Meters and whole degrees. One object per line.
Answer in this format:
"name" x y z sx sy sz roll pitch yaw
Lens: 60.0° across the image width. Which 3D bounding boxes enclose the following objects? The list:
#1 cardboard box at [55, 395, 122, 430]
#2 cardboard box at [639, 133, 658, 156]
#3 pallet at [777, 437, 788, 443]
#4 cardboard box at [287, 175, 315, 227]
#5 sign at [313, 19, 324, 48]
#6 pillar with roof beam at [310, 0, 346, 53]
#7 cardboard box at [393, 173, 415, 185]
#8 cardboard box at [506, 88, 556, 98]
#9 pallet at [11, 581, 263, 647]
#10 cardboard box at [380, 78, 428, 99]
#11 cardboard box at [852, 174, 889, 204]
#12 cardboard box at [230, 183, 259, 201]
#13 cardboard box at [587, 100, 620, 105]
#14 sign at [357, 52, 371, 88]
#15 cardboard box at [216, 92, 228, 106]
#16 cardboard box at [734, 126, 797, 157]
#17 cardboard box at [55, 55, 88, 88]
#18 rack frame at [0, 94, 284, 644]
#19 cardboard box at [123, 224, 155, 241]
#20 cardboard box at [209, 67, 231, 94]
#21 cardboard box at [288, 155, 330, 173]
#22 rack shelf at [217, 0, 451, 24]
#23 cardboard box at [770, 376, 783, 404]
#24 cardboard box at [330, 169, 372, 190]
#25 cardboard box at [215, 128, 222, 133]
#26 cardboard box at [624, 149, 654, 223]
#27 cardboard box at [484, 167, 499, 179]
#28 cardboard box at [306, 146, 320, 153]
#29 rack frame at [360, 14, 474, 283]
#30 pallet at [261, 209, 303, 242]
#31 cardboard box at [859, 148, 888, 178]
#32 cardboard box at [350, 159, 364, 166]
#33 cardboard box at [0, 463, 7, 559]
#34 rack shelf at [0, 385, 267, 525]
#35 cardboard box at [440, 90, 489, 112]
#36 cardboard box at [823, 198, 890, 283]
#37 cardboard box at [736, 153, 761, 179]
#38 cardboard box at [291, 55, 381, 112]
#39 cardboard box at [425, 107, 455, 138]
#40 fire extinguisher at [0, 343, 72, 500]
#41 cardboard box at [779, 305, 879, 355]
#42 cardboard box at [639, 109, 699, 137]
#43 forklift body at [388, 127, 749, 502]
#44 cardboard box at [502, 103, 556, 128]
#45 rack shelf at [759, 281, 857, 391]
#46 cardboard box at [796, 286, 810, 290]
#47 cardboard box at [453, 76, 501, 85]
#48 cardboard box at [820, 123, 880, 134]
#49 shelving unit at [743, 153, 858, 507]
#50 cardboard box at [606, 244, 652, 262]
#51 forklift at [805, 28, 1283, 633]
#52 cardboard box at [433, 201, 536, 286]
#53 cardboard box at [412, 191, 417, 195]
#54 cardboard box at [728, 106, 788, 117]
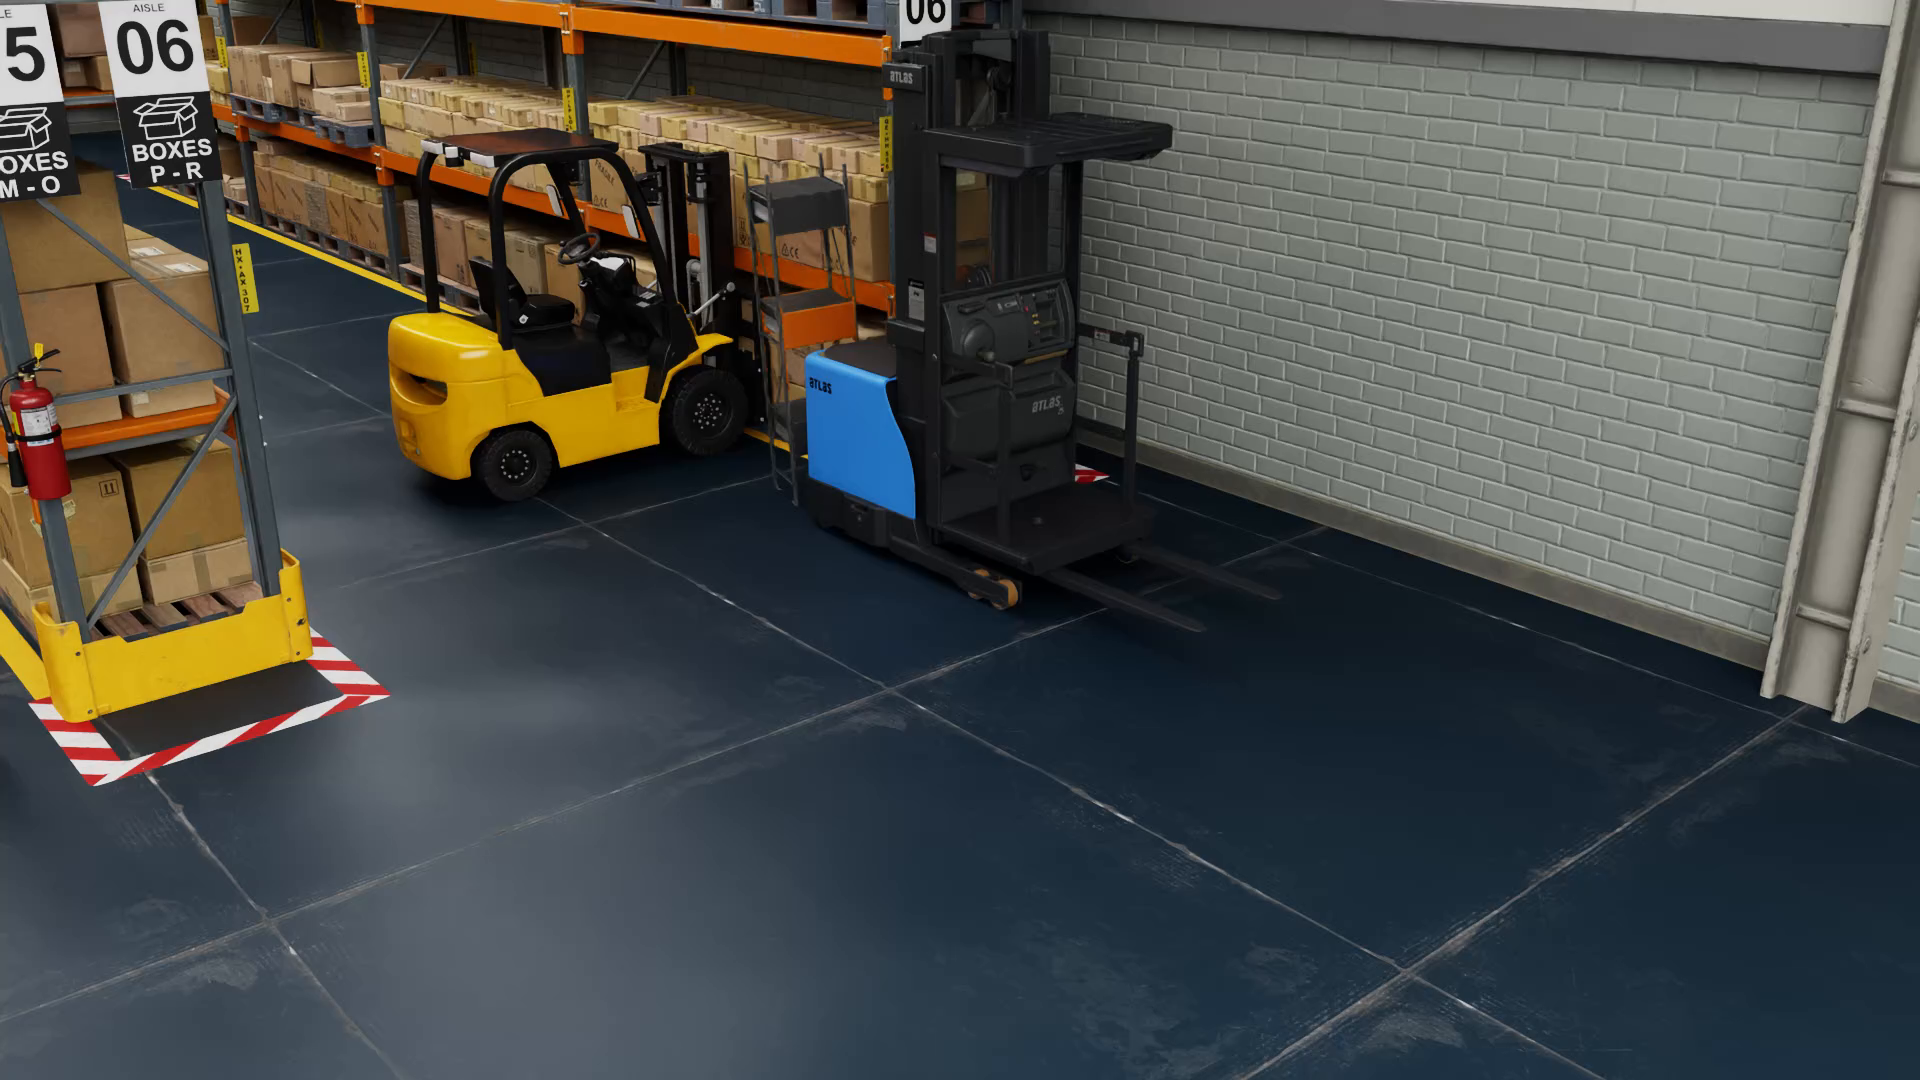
"cardboard box" -4.188 -0.631 7.826 0.380 0.149 0.250 -16 27 -36
"cardboard box" -2.160 -2.959 12.398 0.380 0.149 0.250 -17 27 -36
"pallet" -0.555 -0.781 11.688 1.003 0.211 1.213 -17 27 -37
"cardboard box" -7.035 -3.754 18.307 0.500 0.500 0.500 -18 28 -39
"sign" -7.439 -5.866 19.259 0.100 0.325 0.005 -17 27 -37
"pillar with roof beam" -10.890 -7.369 16.459 9.100 9.000 0.400 -17 27 -37
"cardboard box" -5.727 -3.770 17.458 0.380 0.149 0.250 -17 27 -37
"cardboard box" -3.864 -3.975 14.995 0.380 0.149 0.250 -16 27 -36
"pallet" -4.335 0.349 8.803 1.003 0.211 1.213 -17 27 -37
"cardboard box" -5.261 -4.279 15.768 0.380 0.149 0.250 -16 27 -36
"cardboard box" -0.463 -2.256 10.603 0.380 0.149 0.250 -17 27 -37
"cardboard box" -8.443 -4.145 19.788 0.380 0.149 0.250 -18 28 -39
"cardboard box" -3.000 -3.636 14.127 0.380 0.149 0.250 -18 27 -38
"sign" -5.651 -4.459 15.776 0.100 0.325 0.005 -17 27 -37
"cardboard box" -8.443 -5.171 19.418 0.380 0.149 0.250 -17 27 -36
"cardboard box" -1.327 -2.743 11.439 0.380 0.149 0.250 -17 27 -36
"cardboard box" -3.992 -2.195 7.707 0.380 0.149 0.250 -19 28 -39
"rack frame" -3.782 -0.695 7.646 1.000 3.000 0.127 -17 27 -37
"cardboard box" -4.555 -1.360 8.798 0.500 0.500 0.500 -18 28 -38
"cardboard box" -8.374 -5.345 19.314 0.500 0.250 0.500 -17 27 -36
"cardboard box" -7.220 -4.166 18.469 0.380 0.149 0.250 -18 28 -38
"rack shelf" -6.552 -5.702 17.304 1.077 0.370 4.000 -17 27 -37
"cardboard box" -1.207 -1.128 11.945 0.500 0.250 0.500 -17 27 -37
"cardboard box" -6.402 -3.802 17.540 0.380 0.149 0.250 -18 28 -38
"cardboard box" -10.141 -5.140 21.842 0.797 0.503 0.637 -19 28 -39
"cardboard box" -2.191 -2.705 12.640 0.500 0.500 0.500 -17 27 -37
"cardboard box" -3.796 -3.272 14.431 0.500 0.250 0.500 -17 27 -37
"cardboard box" -7.399 -4.494 19.307 0.380 0.149 0.250 -19 28 -39
"rack frame" -5.246 -4.088 16.309 1.000 3.000 0.127 -17 27 -37
"pallet" -7.298 -3.679 19.088 1.003 0.211 1.213 -17 27 -37
"cardboard box" -0.418 -2.414 10.599 0.380 0.149 0.250 -17 27 -37
"cardboard box" -6.521 -4.146 18.420 0.380 0.149 0.250 -17 27 -37
"cardboard box" -4.846 -0.262 8.707 0.500 0.500 0.500 -16 27 -36
"rack shelf" -5.088 -0.913 9.188 1.077 0.370 4.000 -17 27 -37
"cardboard box" -4.411 -3.924 14.864 0.380 0.149 0.250 -17 27 -36
"cardboard box" -0.544 -1.998 10.835 0.500 0.500 0.500 -18 28 -39
"cardboard box" -1.319 -2.604 11.493 0.380 0.149 0.250 -17 27 -37
"cardboard box" -6.452 -4.739 17.252 0.797 0.503 0.637 -18 28 -39
"cardboard box" -4.488 -3.783 15.049 0.500 0.250 0.500 -18 28 -39
"fire extinguisher" -4.057 -0.518 7.299 0.296 0.674 0.183 -17 27 -37
"cardboard box" -0.899 -1.451 11.400 0.500 0.250 0.500 -17 27 -36
"cardboard box" -2.149 -3.097 12.343 0.380 0.149 0.250 -17 27 -36
"forklift body" -2.644 -1.572 11.049 2.313 2.155 1.214 -17 27 -37
"cardboard box" -3.601 -3.561 13.937 0.380 0.149 0.250 -19 28 -39
"rack shelf" -0.943 -1.275 10.339 0.480 0.518 0.431 -14 27 -23
"cardboard box" -0.842 -1.714 12.072 0.500 0.250 0.500 -18 27 -38
"cardboard box" -4.625 -4.349 15.949 0.380 0.149 0.250 -17 27 -36
"cardboard box" -0.751 -2.797 11.579 0.380 0.149 0.250 -16 27 -36
"shelving unit" -0.944 -1.287 10.333 0.503 2.100 0.431 -14 27 -23
"cardboard box" -2.557 -2.155 13.198 0.500 0.250 0.500 -18 28 -38
"forklift" 0.419 -1.195 9.016 1.130 2.935 3.031 -18 28 -39
"cardboard box" -4.417 -2.824 15.761 0.875 0.625 0.625 -16 27 -36
"cardboard box" -5.614 -3.443 17.514 0.500 0.500 0.500 -17 27 -37
"cardboard box" -1.518 -3.174 12.540 0.380 0.149 0.250 -18 28 -38
